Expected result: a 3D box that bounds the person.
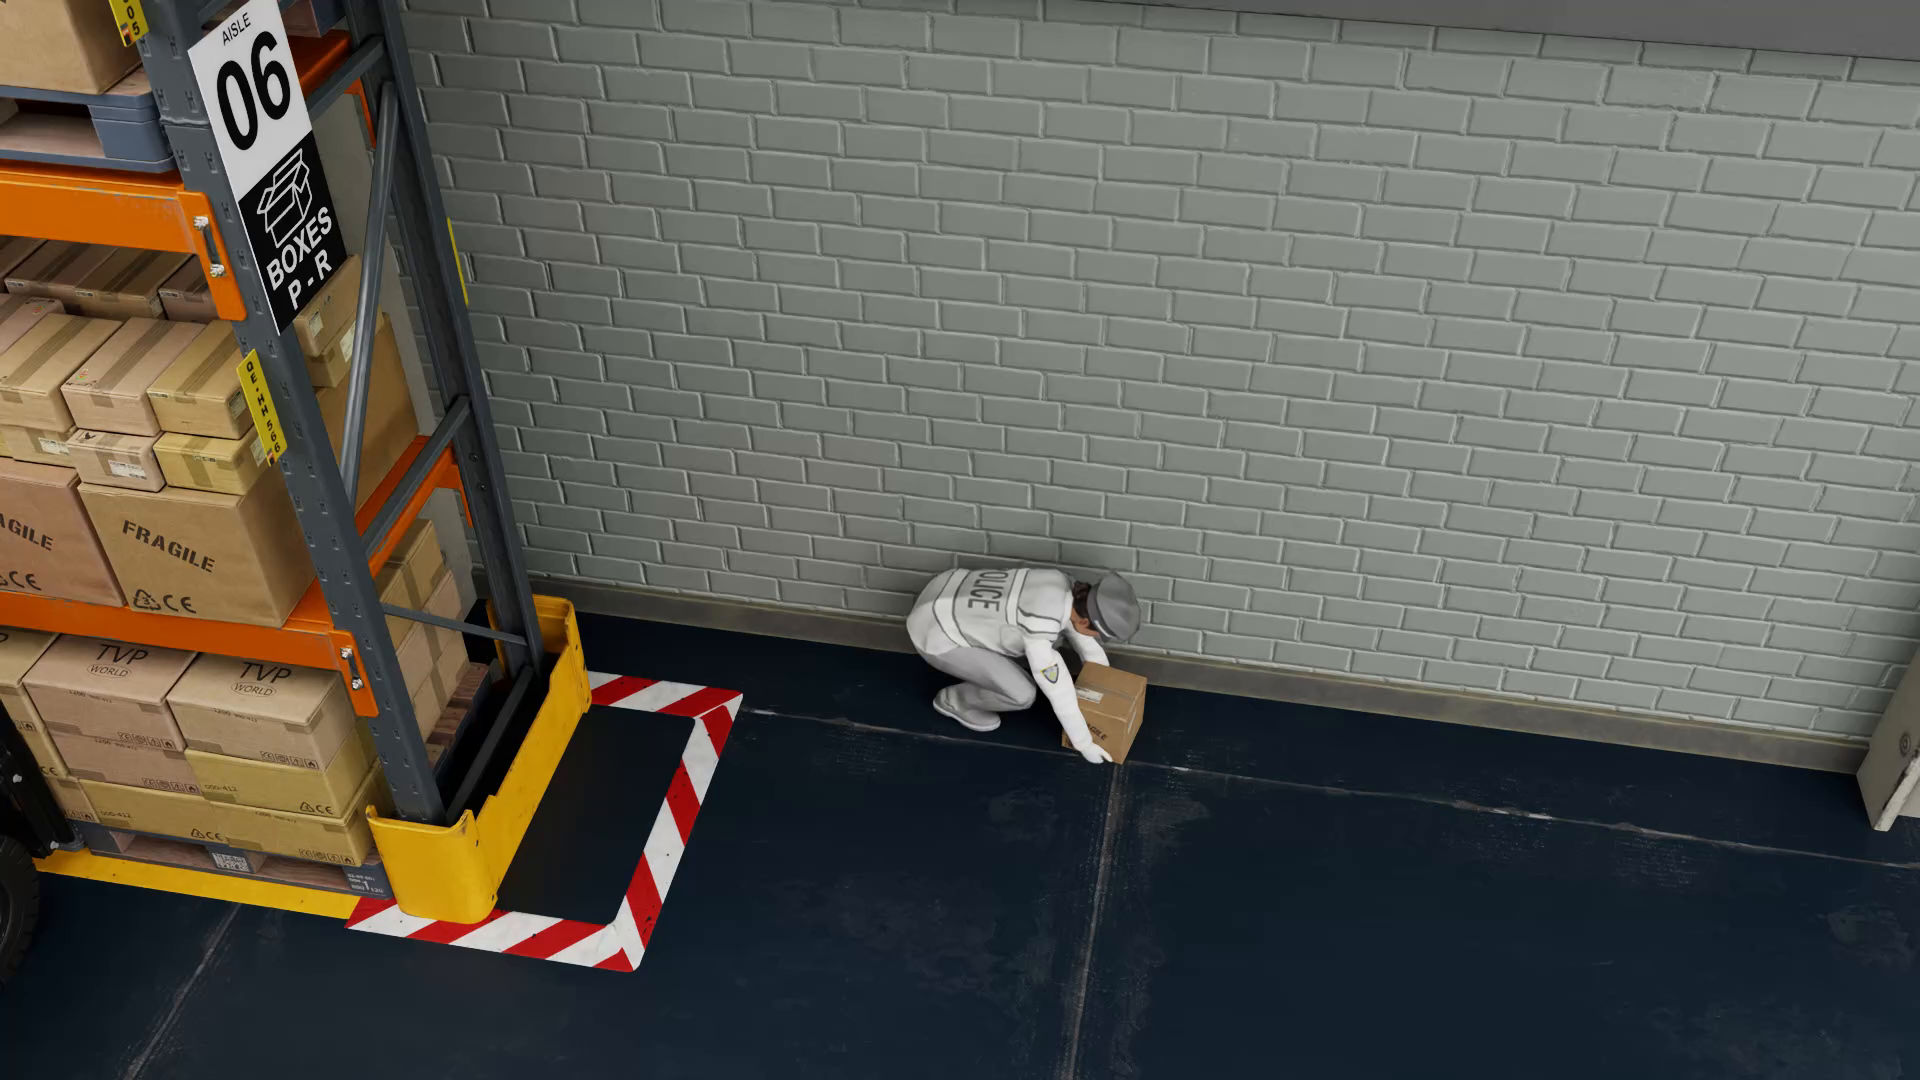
[{"bbox_3d":[0.243,0.411,6.432,0.893,0.832,0.473,15,43,17],"label":"person"}]
